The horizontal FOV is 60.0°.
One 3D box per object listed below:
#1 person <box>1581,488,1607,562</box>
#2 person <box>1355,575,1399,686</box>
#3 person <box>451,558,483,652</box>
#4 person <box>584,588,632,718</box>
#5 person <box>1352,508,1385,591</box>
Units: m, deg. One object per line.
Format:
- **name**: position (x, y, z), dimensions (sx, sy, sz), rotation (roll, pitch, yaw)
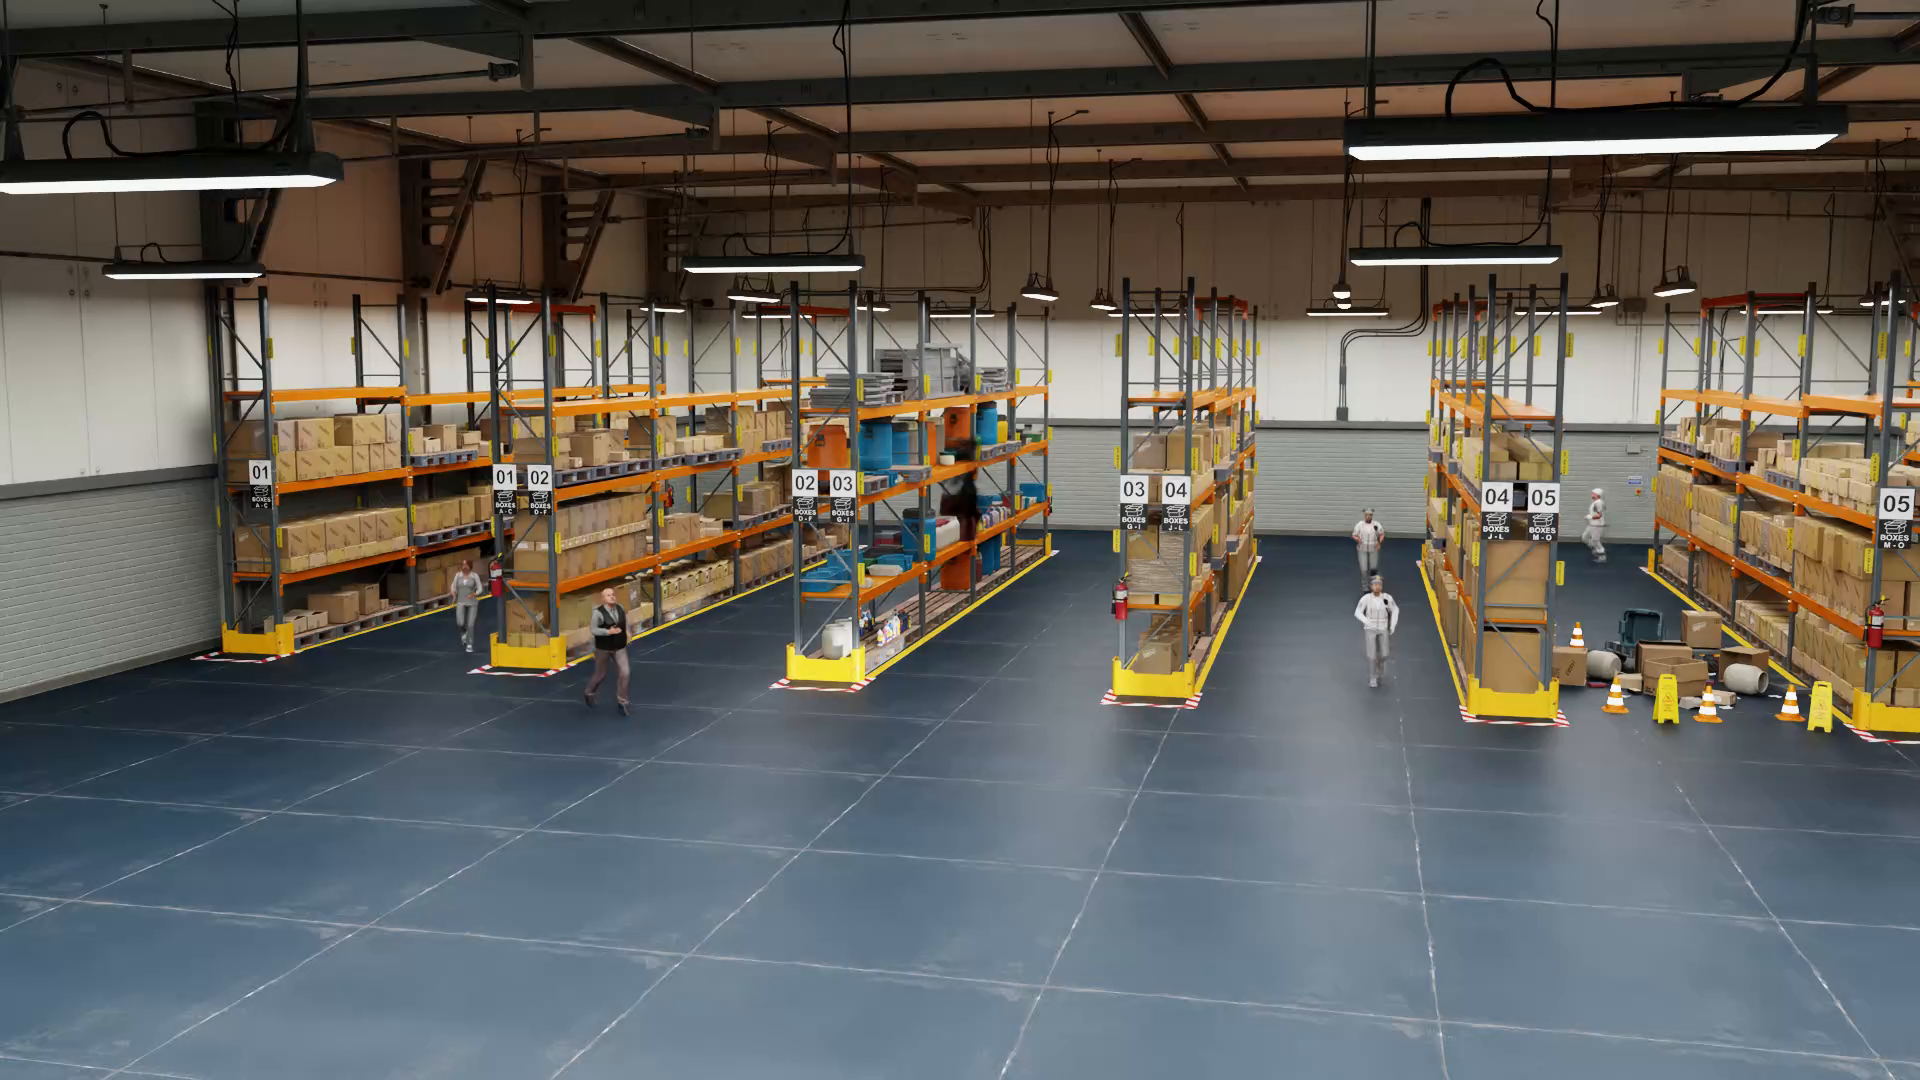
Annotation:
- **person**: position (14.850, -0.342, 38.854), dimensions (0.577, 1.747, 0.681), rotation (2, 7, 13)
- **person**: position (6.203, 1.346, 24.736), dimensions (0.658, 1.664, 0.537), rotation (1, 7, 7)
- **person**: position (-8.156, 1.081, 27.466), dimensions (0.529, 1.558, 0.534), rotation (-1, 7, -8)
- **person**: position (-4.833, 1.527, 22.887), dimensions (0.663, 1.768, 0.908), rotation (-5, 8, -38)
- **person**: position (8.407, 0.203, 34.232), dimensions (0.651, 1.732, 0.592), rotation (1, 7, 12)
